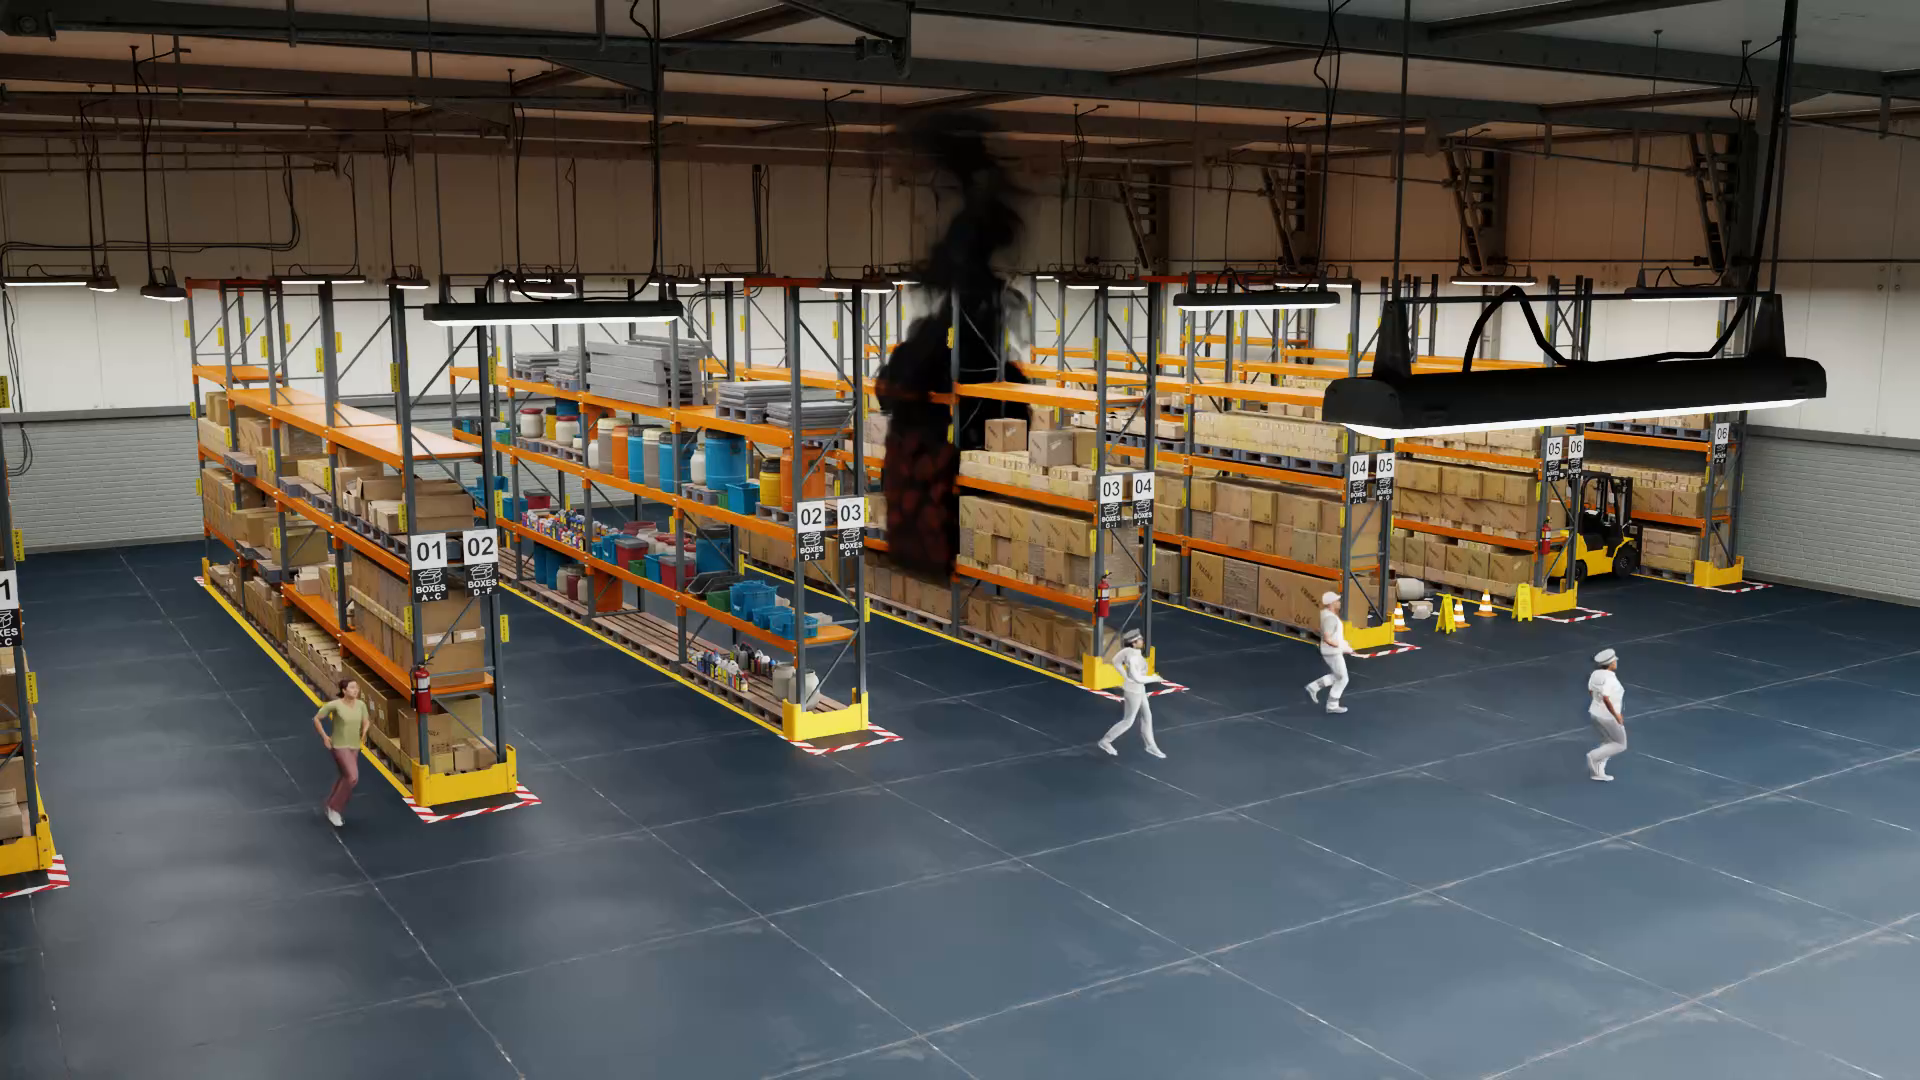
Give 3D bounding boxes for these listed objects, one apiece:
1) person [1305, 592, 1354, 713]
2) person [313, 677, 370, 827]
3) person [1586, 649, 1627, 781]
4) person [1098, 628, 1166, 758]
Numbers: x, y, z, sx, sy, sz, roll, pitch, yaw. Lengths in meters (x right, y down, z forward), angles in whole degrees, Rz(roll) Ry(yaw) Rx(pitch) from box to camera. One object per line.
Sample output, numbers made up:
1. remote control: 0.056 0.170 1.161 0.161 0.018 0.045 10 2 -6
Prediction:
1. person: 5.197 1.580 23.393 0.621 1.737 0.654 1 10 7
2. person: -6.991 2.379 18.940 0.608 1.656 0.590 6 11 30
3. person: 7.901 2.144 20.332 0.559 1.657 0.575 -1 10 -8
4. person: 2.204 1.971 21.221 0.892 1.718 0.622 0 10 0
